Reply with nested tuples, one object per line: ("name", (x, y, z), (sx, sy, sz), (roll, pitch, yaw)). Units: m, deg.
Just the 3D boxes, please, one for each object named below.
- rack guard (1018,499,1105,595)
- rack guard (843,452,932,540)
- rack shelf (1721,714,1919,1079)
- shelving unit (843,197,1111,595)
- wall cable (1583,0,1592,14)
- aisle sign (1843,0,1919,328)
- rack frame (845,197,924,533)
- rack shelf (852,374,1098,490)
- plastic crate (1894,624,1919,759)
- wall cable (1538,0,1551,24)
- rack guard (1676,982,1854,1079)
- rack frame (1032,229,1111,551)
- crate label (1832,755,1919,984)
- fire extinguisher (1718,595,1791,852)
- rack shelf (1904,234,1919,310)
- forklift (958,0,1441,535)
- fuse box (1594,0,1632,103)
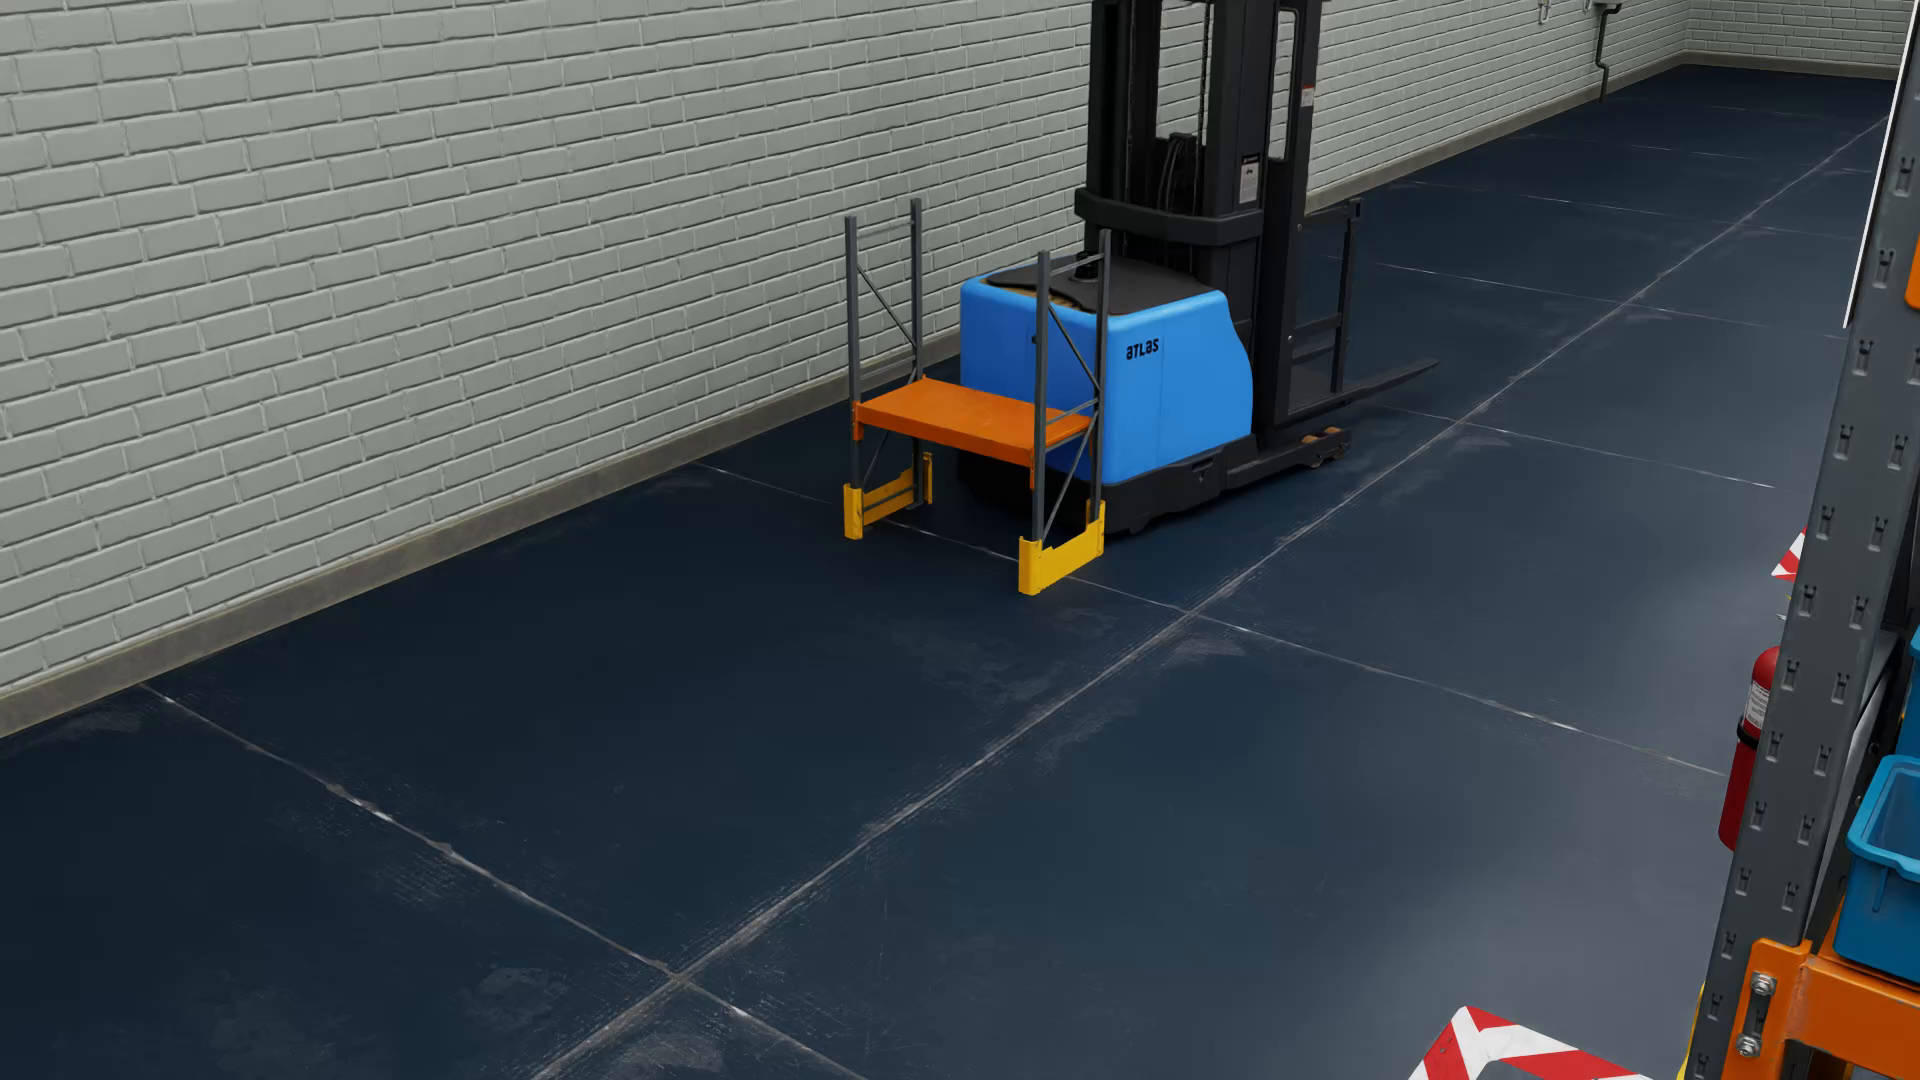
("rack guard", (0.455, 0.025, 7.380), (0.087, 0.250, 0.587), (17, 29, 34))
("rack guard", (-0.338, -0.217, 7.931), (0.087, 0.250, 0.587), (17, 29, 34))
("rack shelf", (3.288, 1.180, 2.243), (4.000, 0.370, 1.077), (17, 29, 33))
("shelving unit", (0.060, -0.668, 7.405), (1.083, 1.500, 0.587), (17, 29, 34))
("wall cable", (6.917, -6.709, 17.997), (0.122, 1.984, 0.588), (17, 29, 33))
("aisle sign", (1.452, -0.744, 2.493), (0.004, 0.787, 0.394), (17, 29, 33))
("rack frame", (-0.338, -0.790, 7.680), (0.032, 1.500, 0.500), (17, 29, 34))
("rack shelf", (0.066, -0.501, 7.472), (1.000, 0.185, 0.538), (17, 29, 34))
("plastic crate", (2.067, 0.345, 3.129), (0.499, 0.435, 0.616), (17, 29, 33))
("wall cable", (6.075, -6.263, 16.946), (0.123, 1.953, 0.585), (17, 29, 33))
("rack guard", (1.661, 1.510, 3.703), (0.348, 0.500, 1.175), (17, 29, 33))
("rack frame", (0.472, -0.542, 7.119), (0.032, 1.500, 0.500), (17, 29, 34))
("crate label", (1.688, 0.583, 2.841), (0.303, 0.233, 0.416), (17, 29, 33))
("fire extinguisher", (1.839, 0.390, 3.702), (0.183, 0.674, 0.296), (17, 29, 33))
("rack shelf", (3.288, -0.192, 1.638), (4.000, 0.370, 1.077), (17, 29, 33))
("forklift", (1.415, -1.852, 8.318), (3.031, 2.935, 1.130), (-20, 31, -38))
("fuse box", (7.452, -5.837, 18.875), (0.414, 1.711, 0.539), (17, 29, 33))
